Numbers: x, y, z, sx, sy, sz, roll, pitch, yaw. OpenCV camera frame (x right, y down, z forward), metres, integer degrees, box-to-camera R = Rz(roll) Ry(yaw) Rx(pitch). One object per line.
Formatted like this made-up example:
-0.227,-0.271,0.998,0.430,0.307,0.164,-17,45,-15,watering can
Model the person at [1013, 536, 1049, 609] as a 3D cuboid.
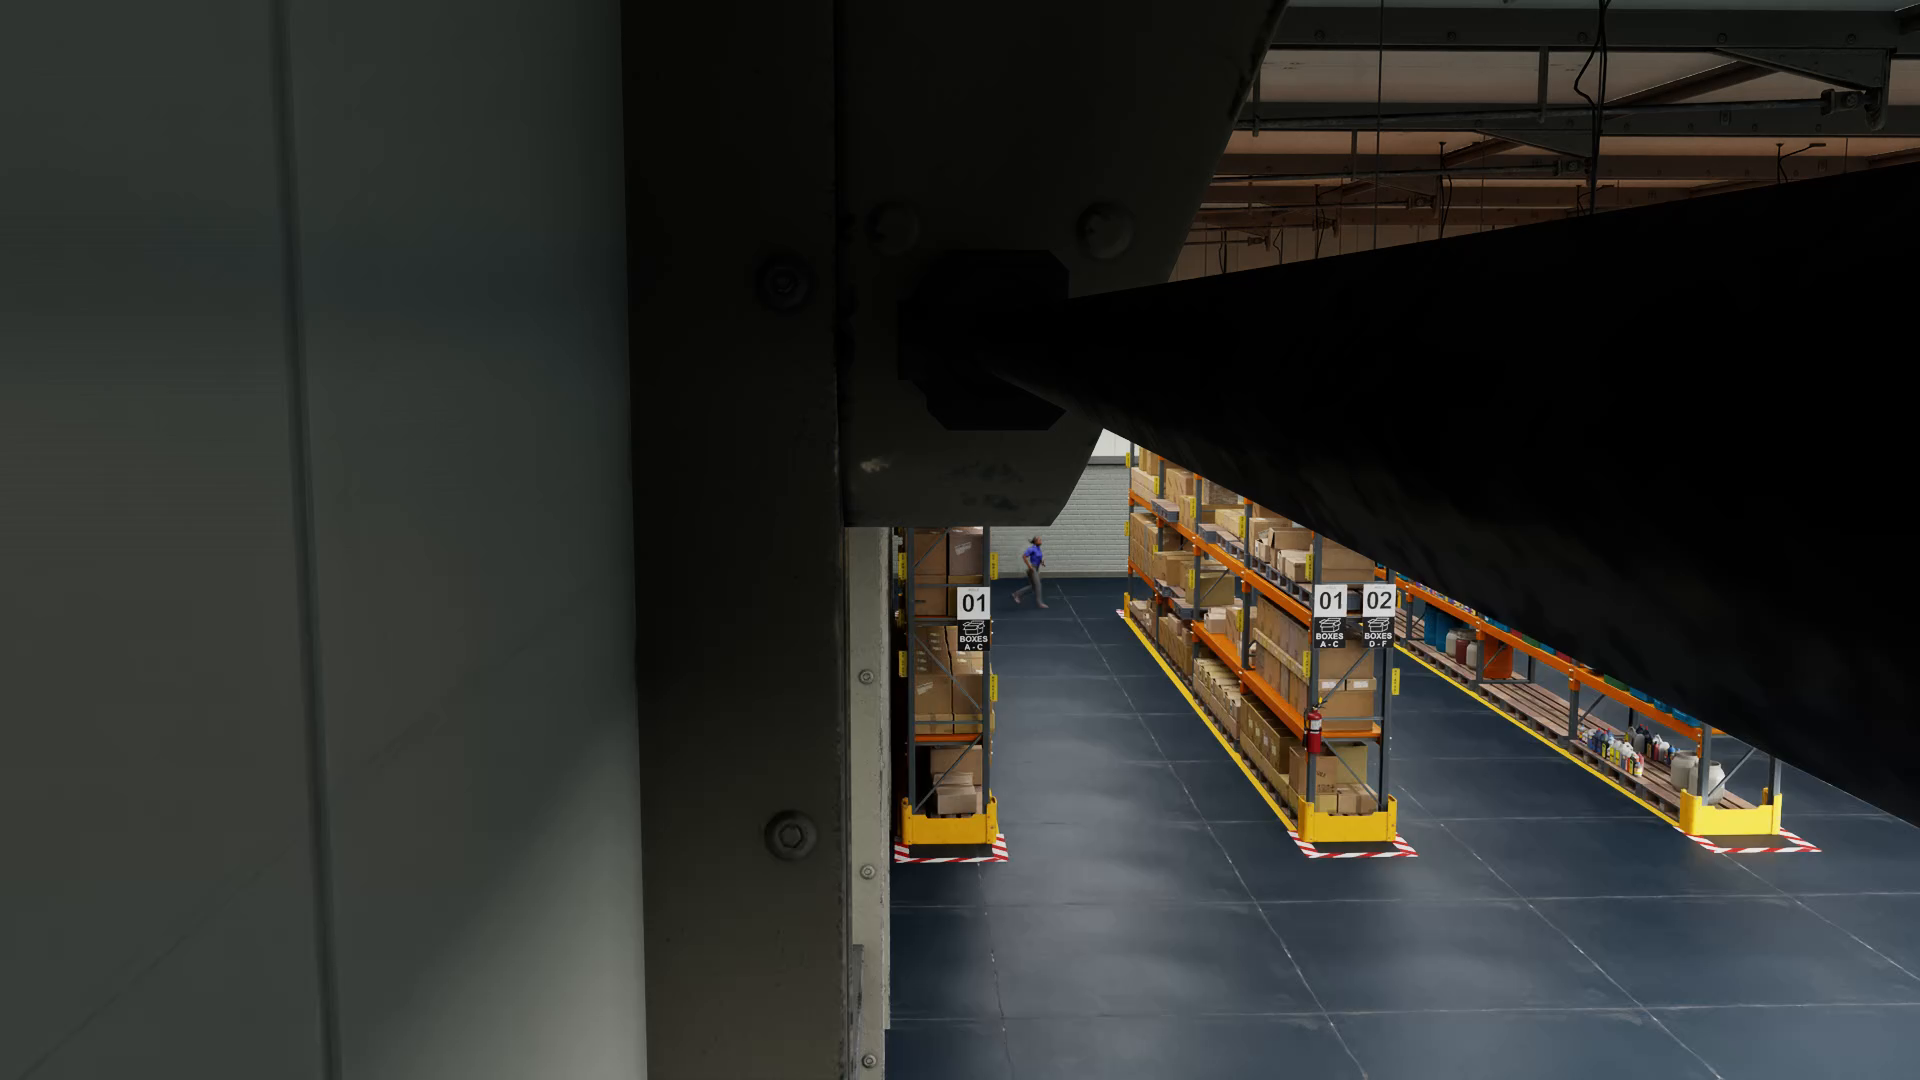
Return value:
1.662,0.701,37.600,0.882,1.595,0.616,3,8,20,person
